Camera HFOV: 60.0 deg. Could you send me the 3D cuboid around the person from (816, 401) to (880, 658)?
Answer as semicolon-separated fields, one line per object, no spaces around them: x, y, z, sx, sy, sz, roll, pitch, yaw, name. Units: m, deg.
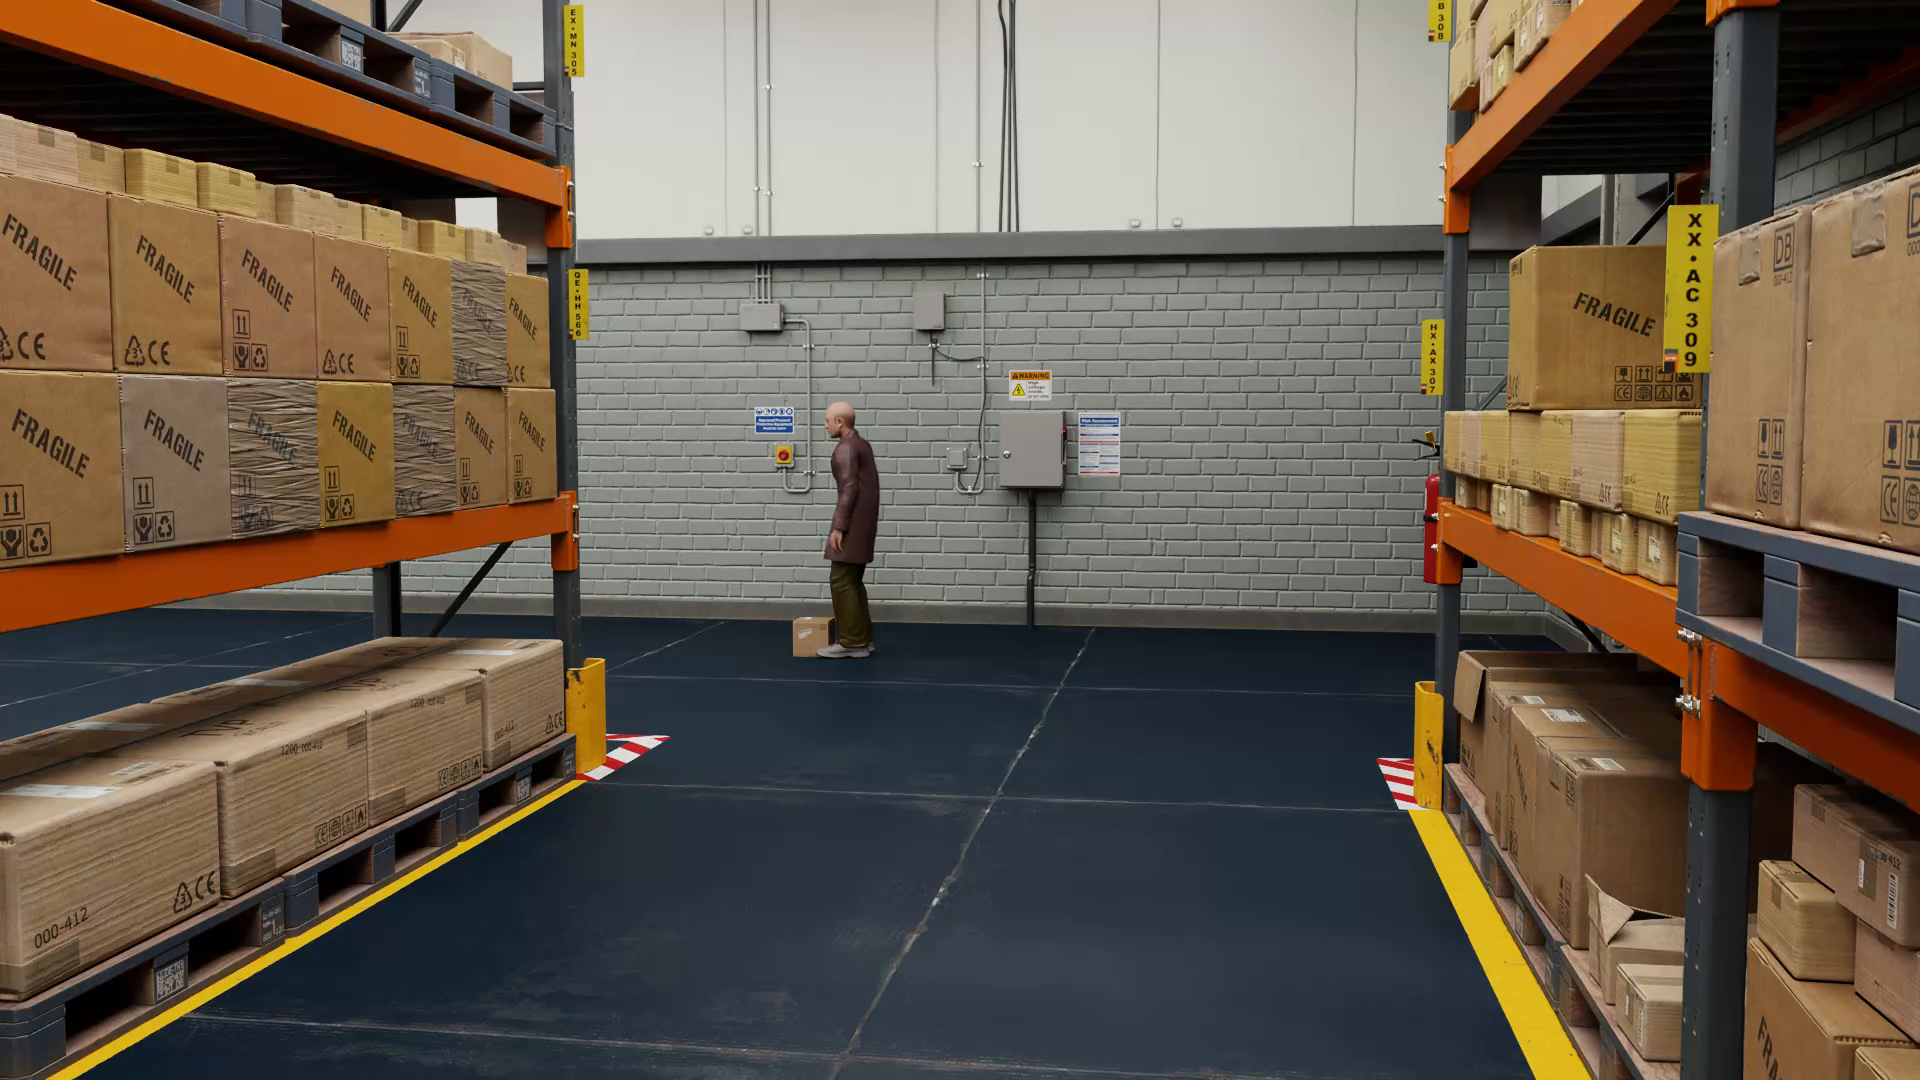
-0.775;-0.077;11.597;0.428;1.773;0.641;1;4;8;person
